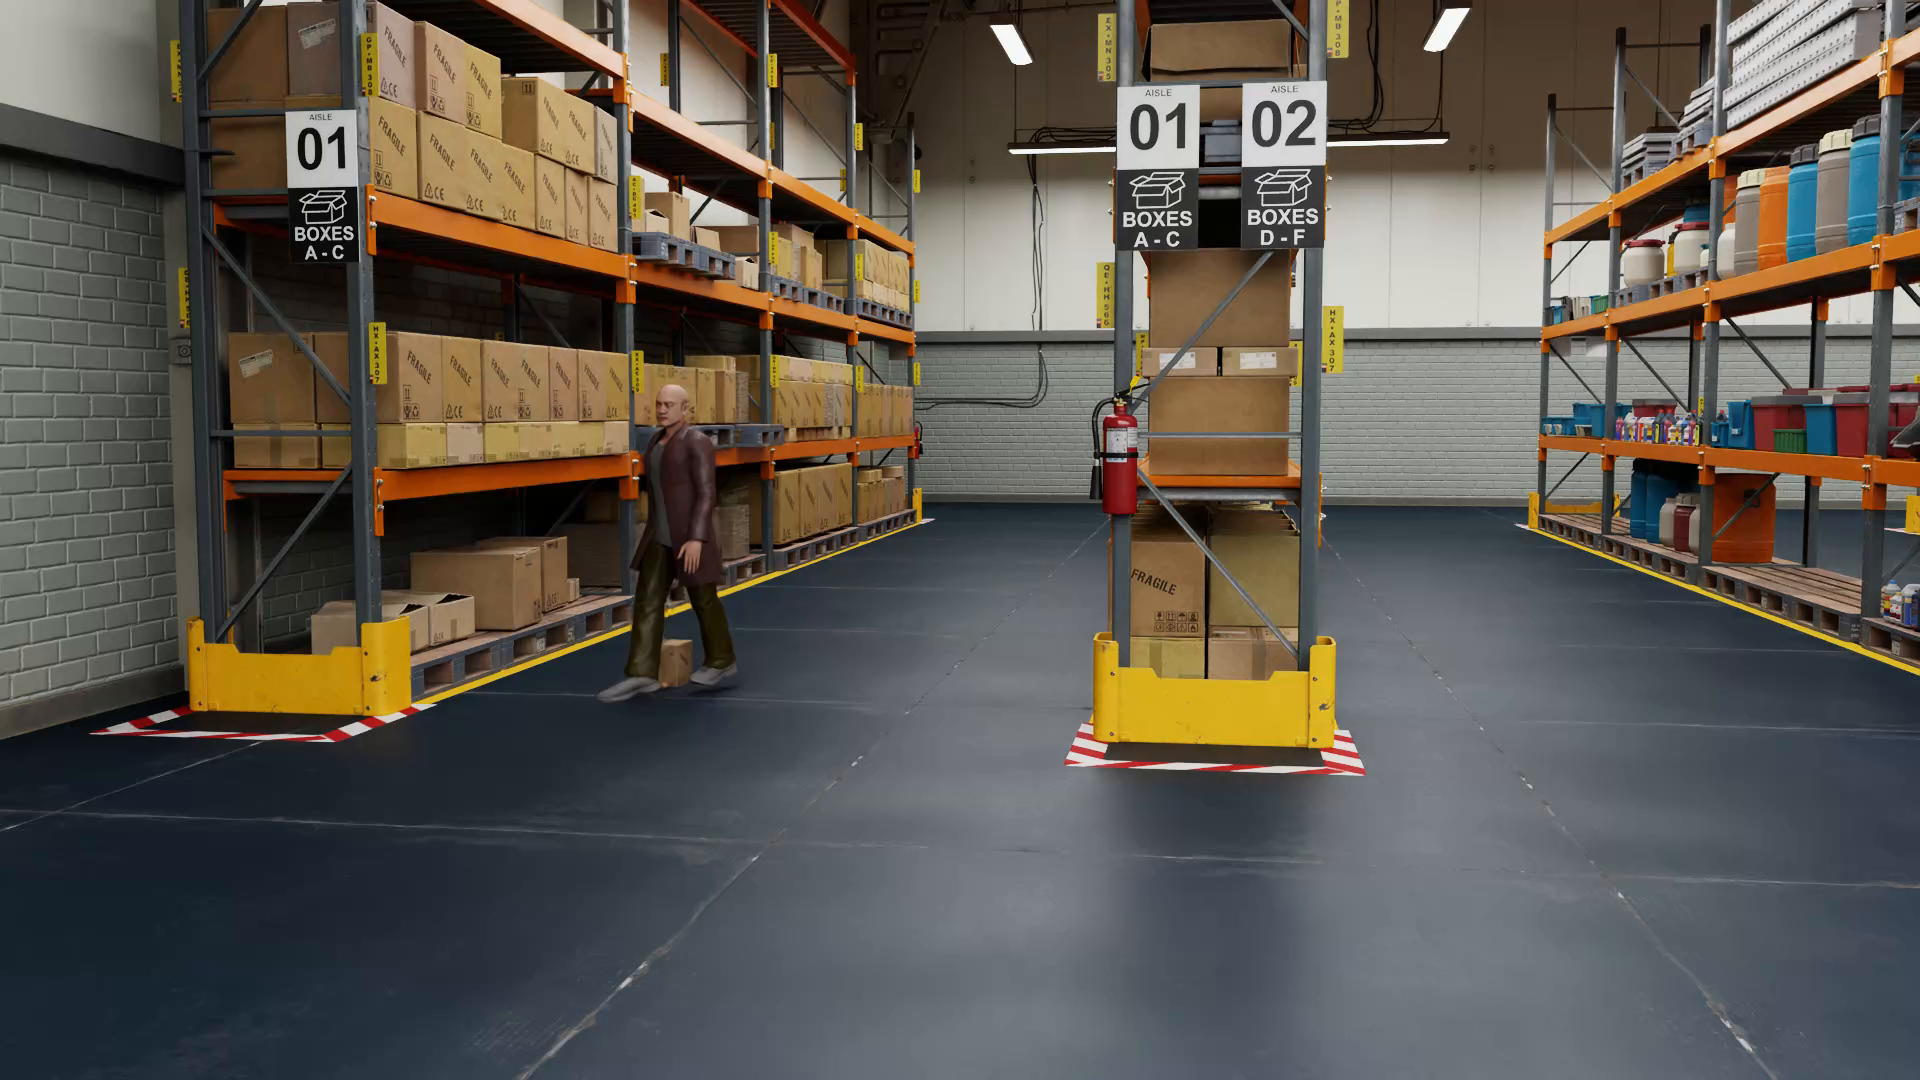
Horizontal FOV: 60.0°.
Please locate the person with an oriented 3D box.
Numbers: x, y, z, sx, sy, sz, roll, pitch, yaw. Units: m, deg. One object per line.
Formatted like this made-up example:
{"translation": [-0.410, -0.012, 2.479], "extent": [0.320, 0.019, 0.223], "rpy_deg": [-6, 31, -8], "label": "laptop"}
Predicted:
{"translation": [-1.578, 0.005, 9.460], "extent": [0.608, 1.774, 0.916], "rpy_deg": [3, 5, 34], "label": "person"}
